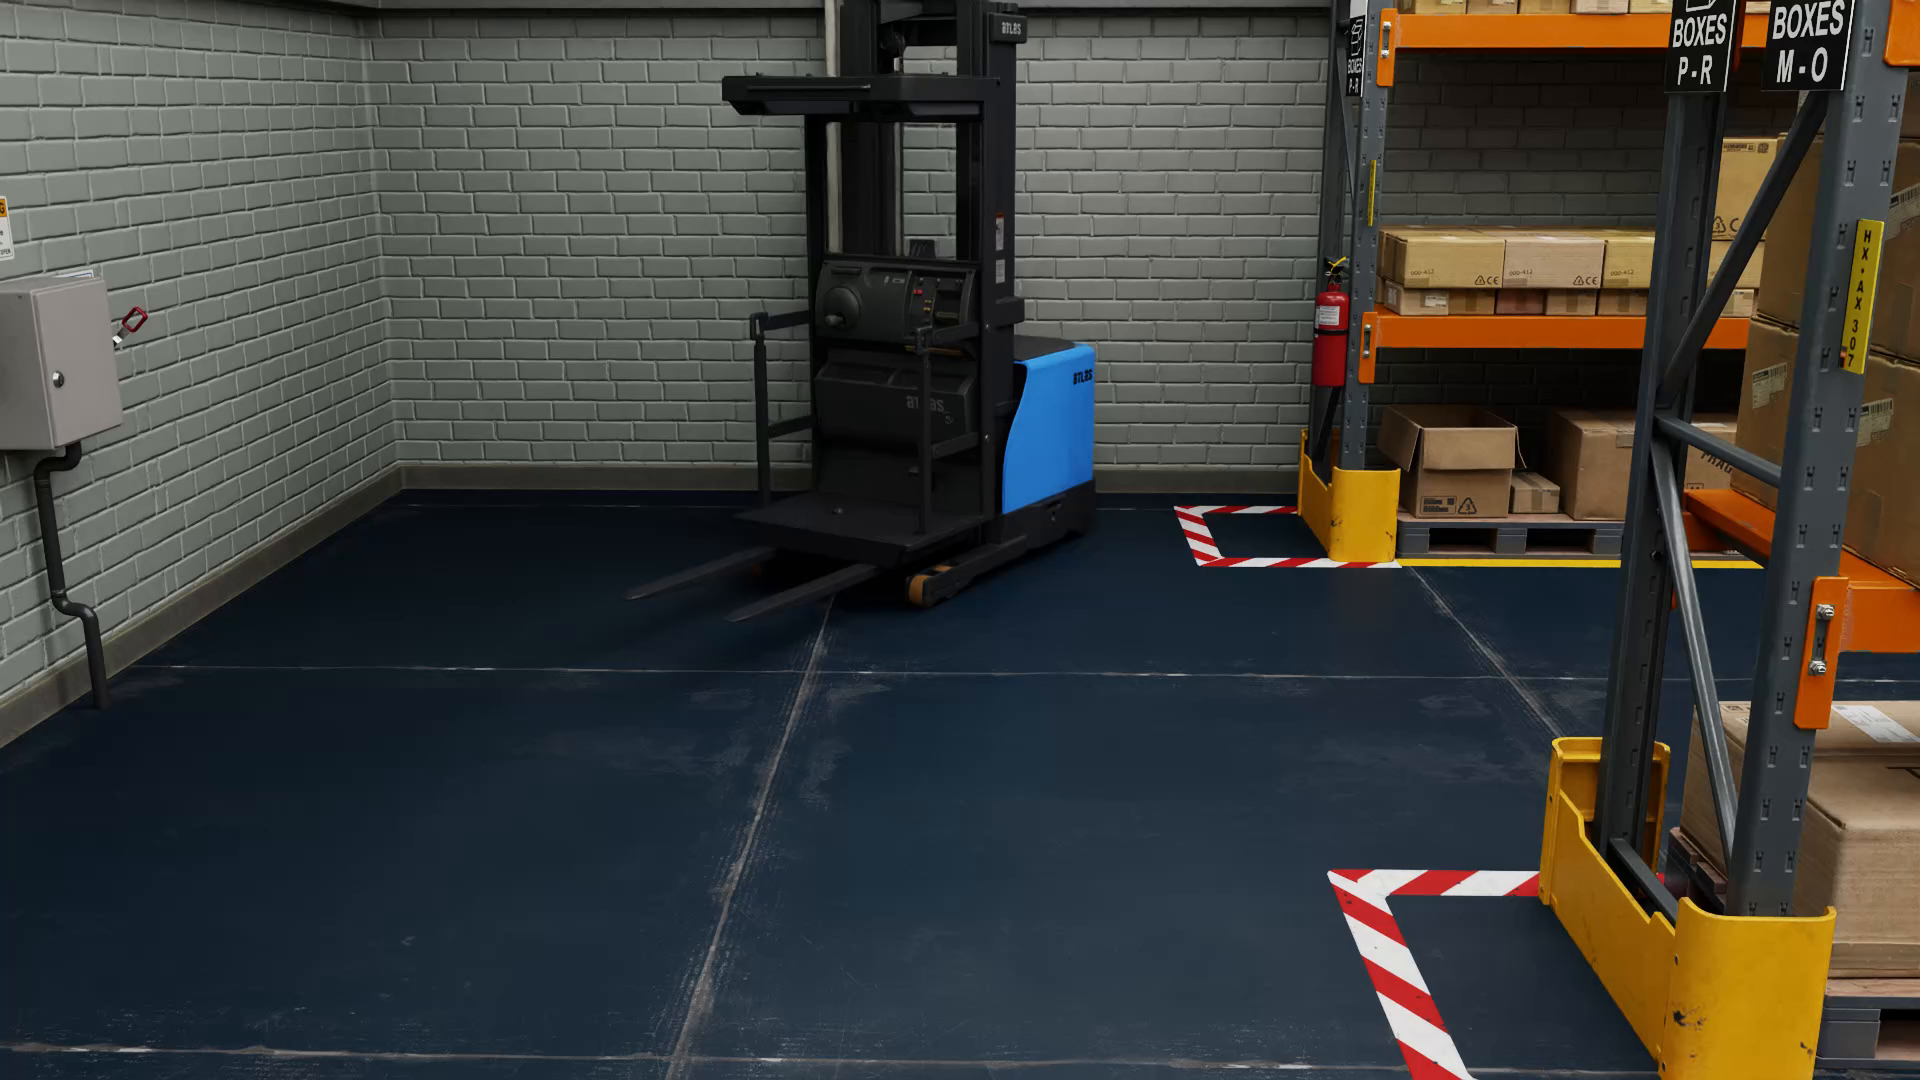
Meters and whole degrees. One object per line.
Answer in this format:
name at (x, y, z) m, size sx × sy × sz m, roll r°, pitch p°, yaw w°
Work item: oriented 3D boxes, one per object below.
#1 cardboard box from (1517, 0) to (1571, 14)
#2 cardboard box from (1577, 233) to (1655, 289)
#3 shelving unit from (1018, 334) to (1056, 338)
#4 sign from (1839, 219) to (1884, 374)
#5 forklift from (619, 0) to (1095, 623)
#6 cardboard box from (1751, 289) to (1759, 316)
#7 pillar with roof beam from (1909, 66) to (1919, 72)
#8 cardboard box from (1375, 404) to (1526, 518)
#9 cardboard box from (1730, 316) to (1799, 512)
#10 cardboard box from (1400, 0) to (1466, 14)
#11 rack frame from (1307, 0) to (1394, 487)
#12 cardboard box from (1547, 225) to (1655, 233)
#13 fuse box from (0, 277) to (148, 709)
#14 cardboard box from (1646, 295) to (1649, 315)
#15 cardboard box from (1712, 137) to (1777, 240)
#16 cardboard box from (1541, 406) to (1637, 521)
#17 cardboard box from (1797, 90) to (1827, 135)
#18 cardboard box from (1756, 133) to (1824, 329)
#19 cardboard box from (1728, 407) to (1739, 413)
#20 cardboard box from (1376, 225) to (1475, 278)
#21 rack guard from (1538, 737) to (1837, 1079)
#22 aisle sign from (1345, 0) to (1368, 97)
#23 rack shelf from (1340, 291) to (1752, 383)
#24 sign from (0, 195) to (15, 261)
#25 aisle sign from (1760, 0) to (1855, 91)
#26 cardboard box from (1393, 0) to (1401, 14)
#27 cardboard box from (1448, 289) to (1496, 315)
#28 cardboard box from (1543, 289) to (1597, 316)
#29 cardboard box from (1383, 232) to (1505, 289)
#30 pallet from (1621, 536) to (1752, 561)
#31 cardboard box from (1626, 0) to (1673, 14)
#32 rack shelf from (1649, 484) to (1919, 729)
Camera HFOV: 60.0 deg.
cardboard box at (2.931, -2.745, 8.478) m, size 0.250 × 0.149 × 0.380 m, roll 0°, pitch 15°, yaw 2°
cardboard box at (3.557, -1.473, 8.753) m, size 0.500 × 0.250 × 0.500 m, roll 0°, pitch 15°, yaw 0°
shelving unit at (0.401, -0.669, 9.817) m, size 0.252 × 1.050 × 0.215 m, roll 9°, pitch 17°, yaw 30°
sign at (1.956, -0.528, 3.610) m, size 0.005 × 0.325 × 0.100 m, roll 0°, pitch 15°, yaw 1°
forklift at (-0.445, -1.221, 8.224) m, size 1.130 × 2.935 × 3.031 m, roll 9°, pitch 17°, yaw 31°
cardboard box at (4.231, -1.283, 8.817) m, size 0.250 × 0.149 × 0.380 m, roll 0°, pitch 15°, yaw 1°
pillar with roof beam at (5.315, -3.490, 4.928) m, size 0.400 × 9.000 × 9.100 m, roll 0°, pitch 15°, yaw 1°
cardboard box at (2.708, -0.447, 9.223) m, size 0.637 × 0.503 × 0.797 m, roll 0°, pitch 15°, yaw -1°
cardboard box at (2.465, -0.326, 4.498) m, size 0.500 × 0.500 × 0.500 m, roll 0°, pitch 15°, yaw 2°
cardboard box at (2.412, -2.746, 8.481) m, size 0.250 × 0.149 × 0.380 m, roll 1°, pitch 15°, yaw 3°
rack frame at (2.099, -1.479, 9.065) m, size 0.127 × 3.000 × 1.000 m, roll 0°, pitch 15°, yaw 1°
cardboard box at (3.576, -1.607, 9.260) m, size 0.500 × 0.250 × 0.500 m, roll 1°, pitch 15°, yaw 3°
fuse box at (-3.462, -0.155, 6.575) m, size 0.414 × 1.711 × 0.539 m, roll 0°, pitch 15°, yaw 1°
cardboard box at (3.707, -1.264, 8.744) m, size 0.250 × 0.149 × 0.380 m, roll 0°, pitch 15°, yaw 0°
cardboard box at (4.045, -1.831, 8.642) m, size 0.500 × 0.500 × 0.500 m, roll 1°, pitch 15°, yaw 3°
cardboard box at (3.562, -0.429, 9.165) m, size 0.500 × 0.500 × 0.700 m, roll 1°, pitch 15°, yaw 4°
cardboard box at (2.340, -1.107, 4.228) m, size 0.250 × 0.149 × 0.380 m, roll 1°, pitch 15°, yaw 2°
cardboard box at (2.464, -0.802, 4.345) m, size 0.500 × 0.500 × 0.500 m, roll 1°, pitch 15°, yaw 3°
cardboard box at (4.599, -0.423, 9.139) m, size 0.500 × 0.500 × 0.700 m, roll 0°, pitch 15°, yaw -1°
cardboard box at (2.566, -1.615, 9.291) m, size 0.500 × 0.250 × 0.500 m, roll 1°, pitch 15°, yaw 3°
rack guard at (1.952, 0.996, 4.586) m, size 0.348 × 0.500 × 1.175 m, roll 0°, pitch 15°, yaw 1°
aisle sign at (2.023, -2.661, 8.451) m, size 0.004 × 0.787 × 0.394 m, roll 0°, pitch 15°, yaw 1°
rack shelf at (4.099, -1.118, 9.107) m, size 4.000 × 0.370 × 1.077 m, roll 0°, pitch 15°, yaw 1°
sign at (-3.670, -1.165, 6.257) m, size 0.001 × 0.242 × 0.339 m, roll 0°, pitch 15°, yaw 1°
aisle sign at (1.897, -1.396, 3.657) m, size 0.004 × 0.787 × 0.394 m, roll 0°, pitch 15°, yaw 1°
cardboard box at (2.425, -2.865, 8.930) m, size 0.250 × 0.149 × 0.380 m, roll 1°, pitch 15°, yaw 3°
cardboard box at (2.676, -1.295, 8.862) m, size 0.250 × 0.149 × 0.380 m, roll 1°, pitch 15°, yaw 3°
cardboard box at (3.191, -1.285, 8.824) m, size 0.250 × 0.149 × 0.380 m, roll 1°, pitch 15°, yaw 3°
cardboard box at (2.546, -1.478, 8.774) m, size 0.500 × 0.250 × 0.500 m, roll 0°, pitch 15°, yaw 2°
pallet at (4.189, -0.116, 9.367) m, size 1.213 × 0.211 × 1.003 m, roll 0°, pitch 15°, yaw 1°
cardboard box at (3.439, -2.717, 8.373) m, size 0.250 × 0.149 × 0.380 m, roll 0°, pitch 15°, yaw 1°
rack shelf at (3.975, 0.148, 4.309) m, size 4.000 × 0.370 × 1.077 m, roll 0°, pitch 15°, yaw 1°
